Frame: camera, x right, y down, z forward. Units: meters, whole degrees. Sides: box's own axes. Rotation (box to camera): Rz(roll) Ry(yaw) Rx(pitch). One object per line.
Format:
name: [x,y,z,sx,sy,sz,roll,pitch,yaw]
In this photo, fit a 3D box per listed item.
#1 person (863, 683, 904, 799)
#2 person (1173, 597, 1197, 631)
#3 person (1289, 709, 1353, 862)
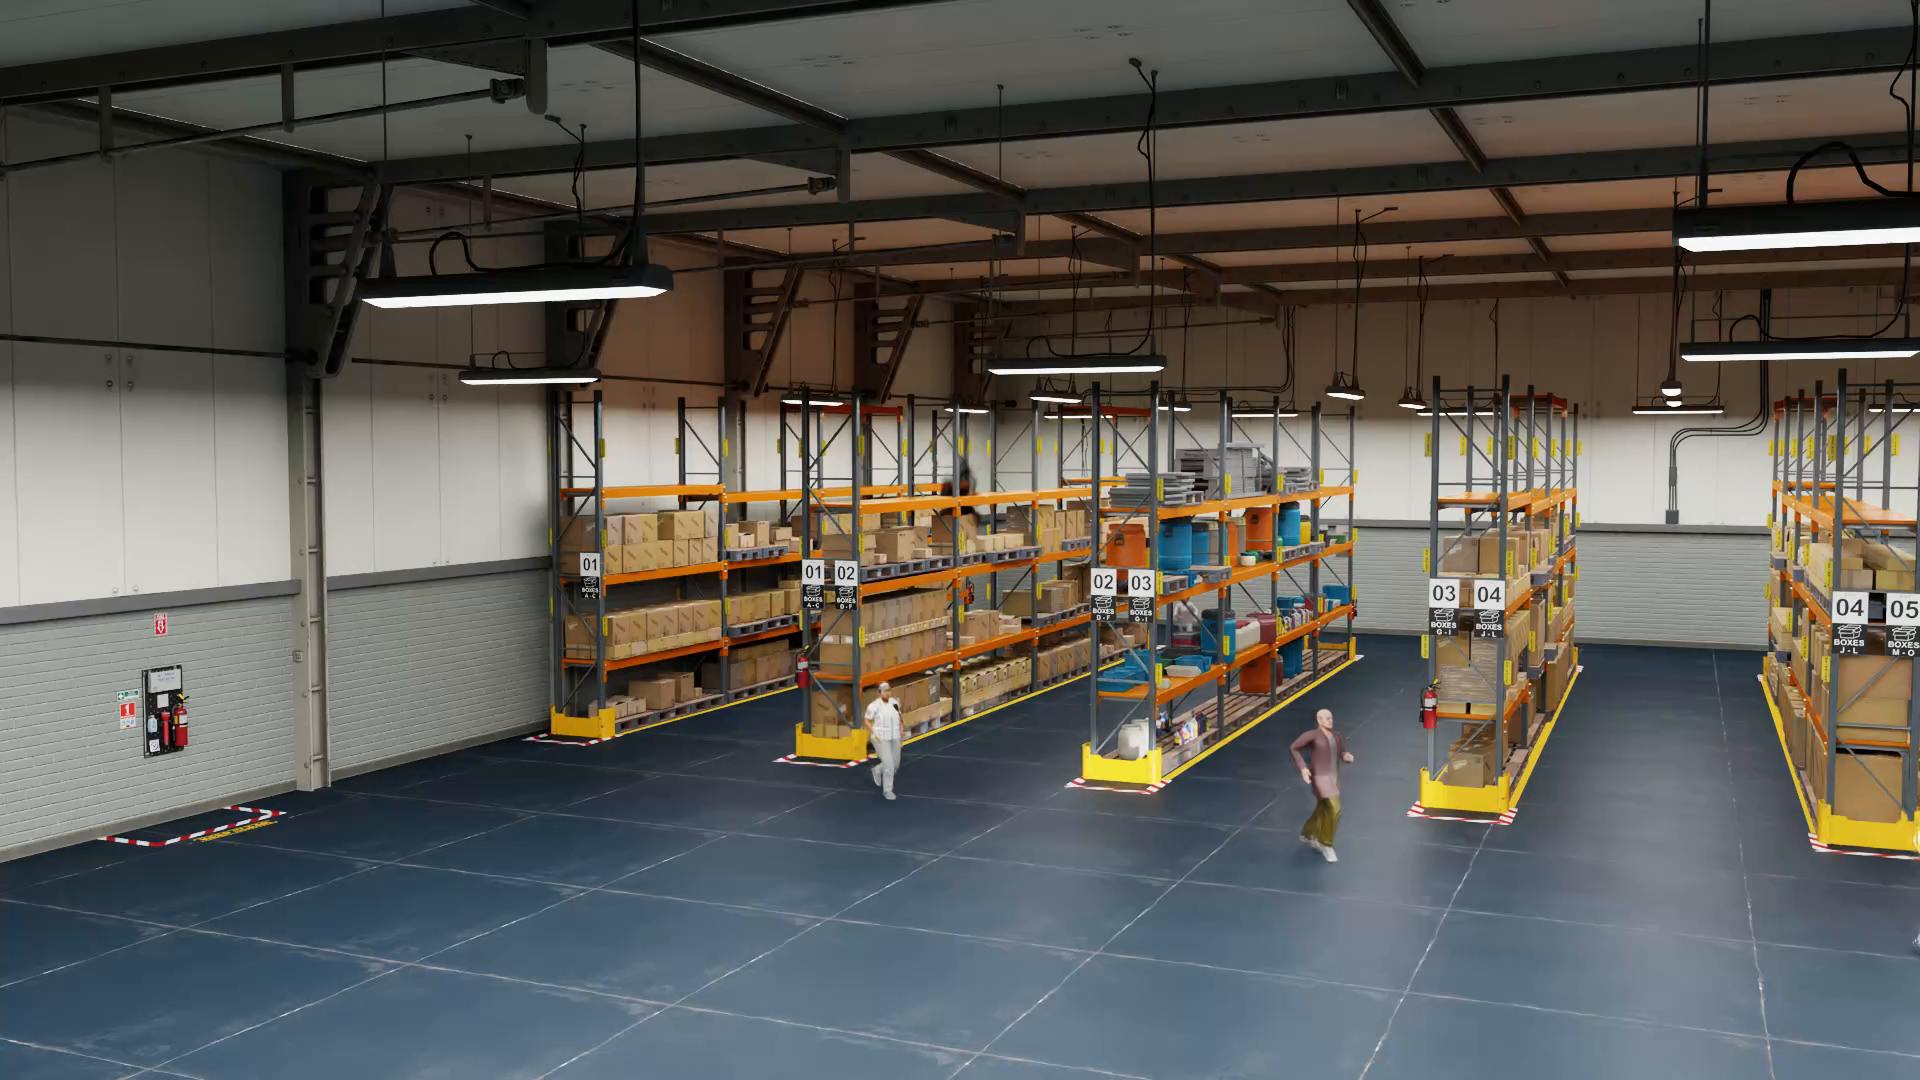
person: [-1.085,2.872,23.967,0.602,1.656,0.649,-2,4,-35]
person: [5.268,2.030,38.976,0.549,1.617,0.839,1,3,16]
person: [4.470,2.993,20.388,0.674,1.843,0.820,-3,4,-41]
